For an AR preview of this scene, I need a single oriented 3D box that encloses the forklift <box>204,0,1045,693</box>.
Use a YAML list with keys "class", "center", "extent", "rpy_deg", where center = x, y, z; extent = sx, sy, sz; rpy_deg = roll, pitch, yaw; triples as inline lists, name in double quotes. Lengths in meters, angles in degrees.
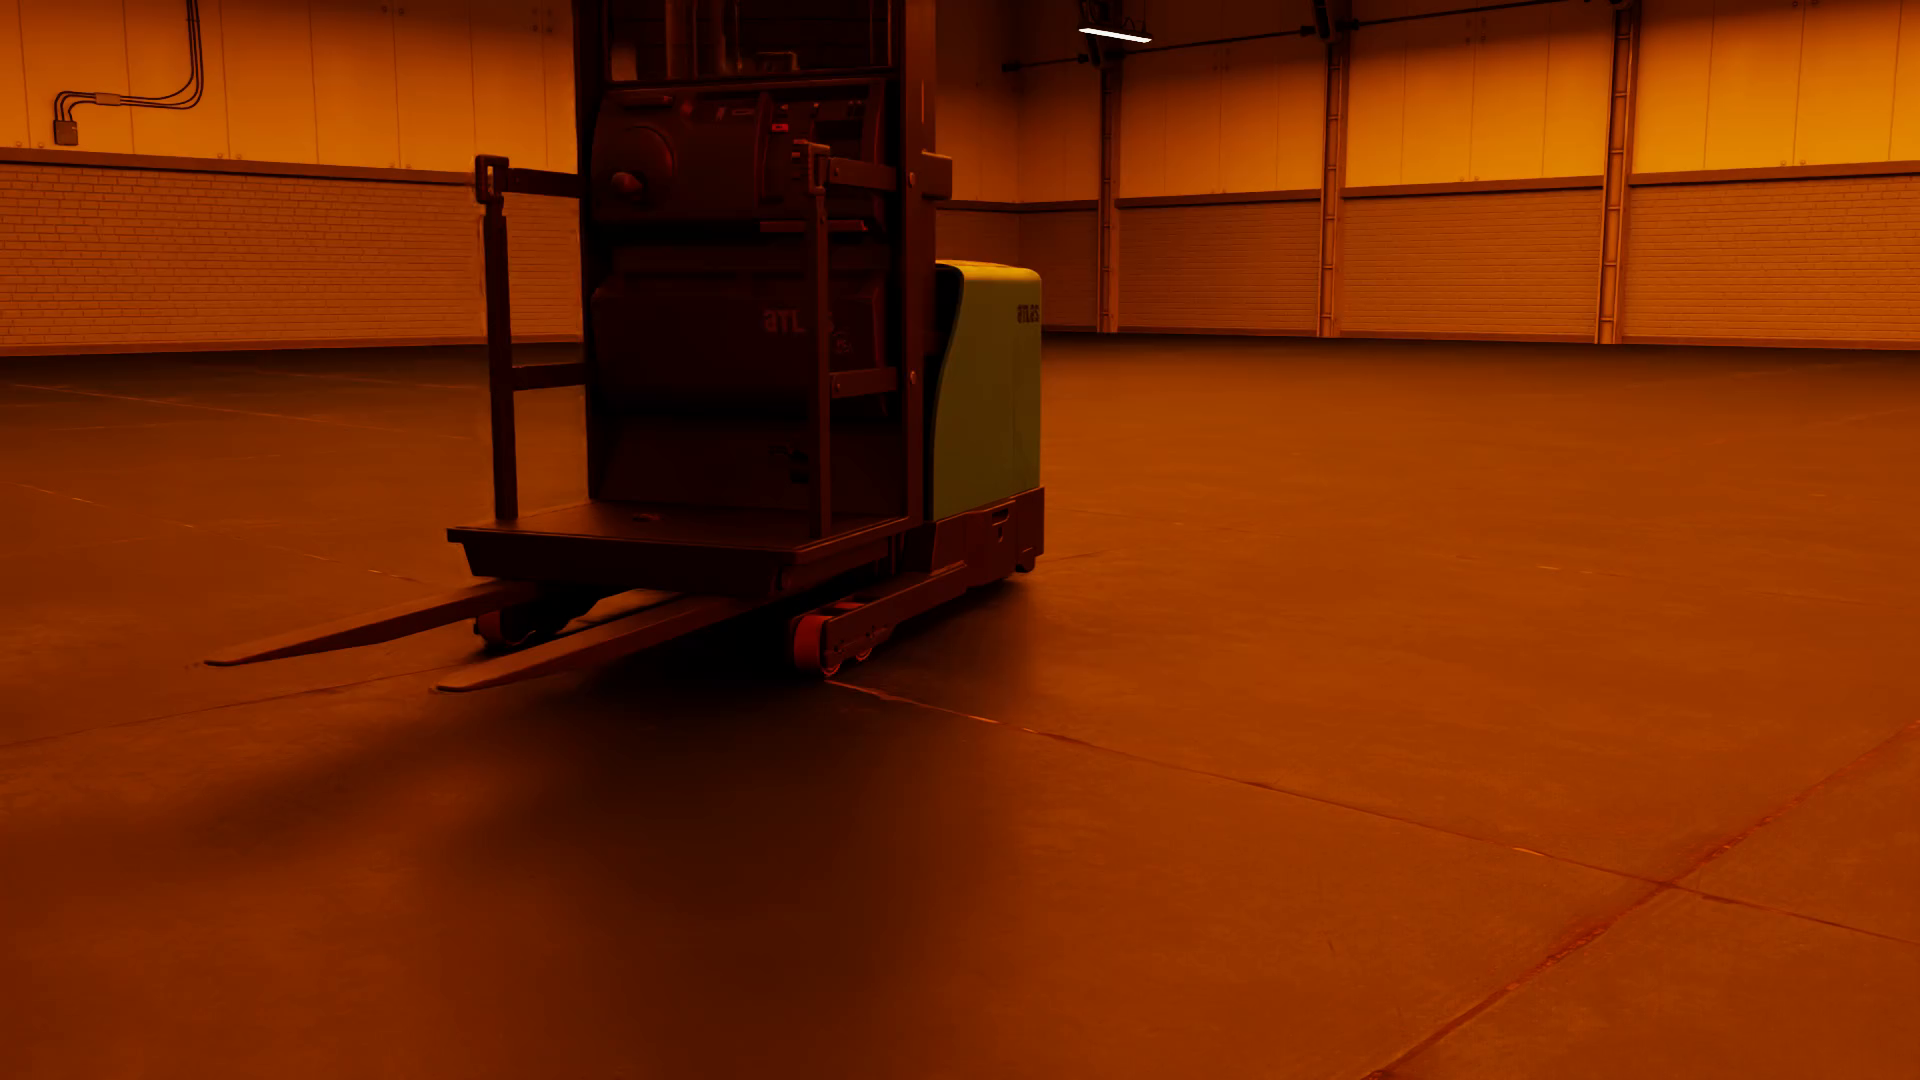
- class: "forklift"
  center: [-0.724, -1.162, 4.593]
  extent: [1.130, 2.935, 3.031]
  rpy_deg: [3, 9, 22]
